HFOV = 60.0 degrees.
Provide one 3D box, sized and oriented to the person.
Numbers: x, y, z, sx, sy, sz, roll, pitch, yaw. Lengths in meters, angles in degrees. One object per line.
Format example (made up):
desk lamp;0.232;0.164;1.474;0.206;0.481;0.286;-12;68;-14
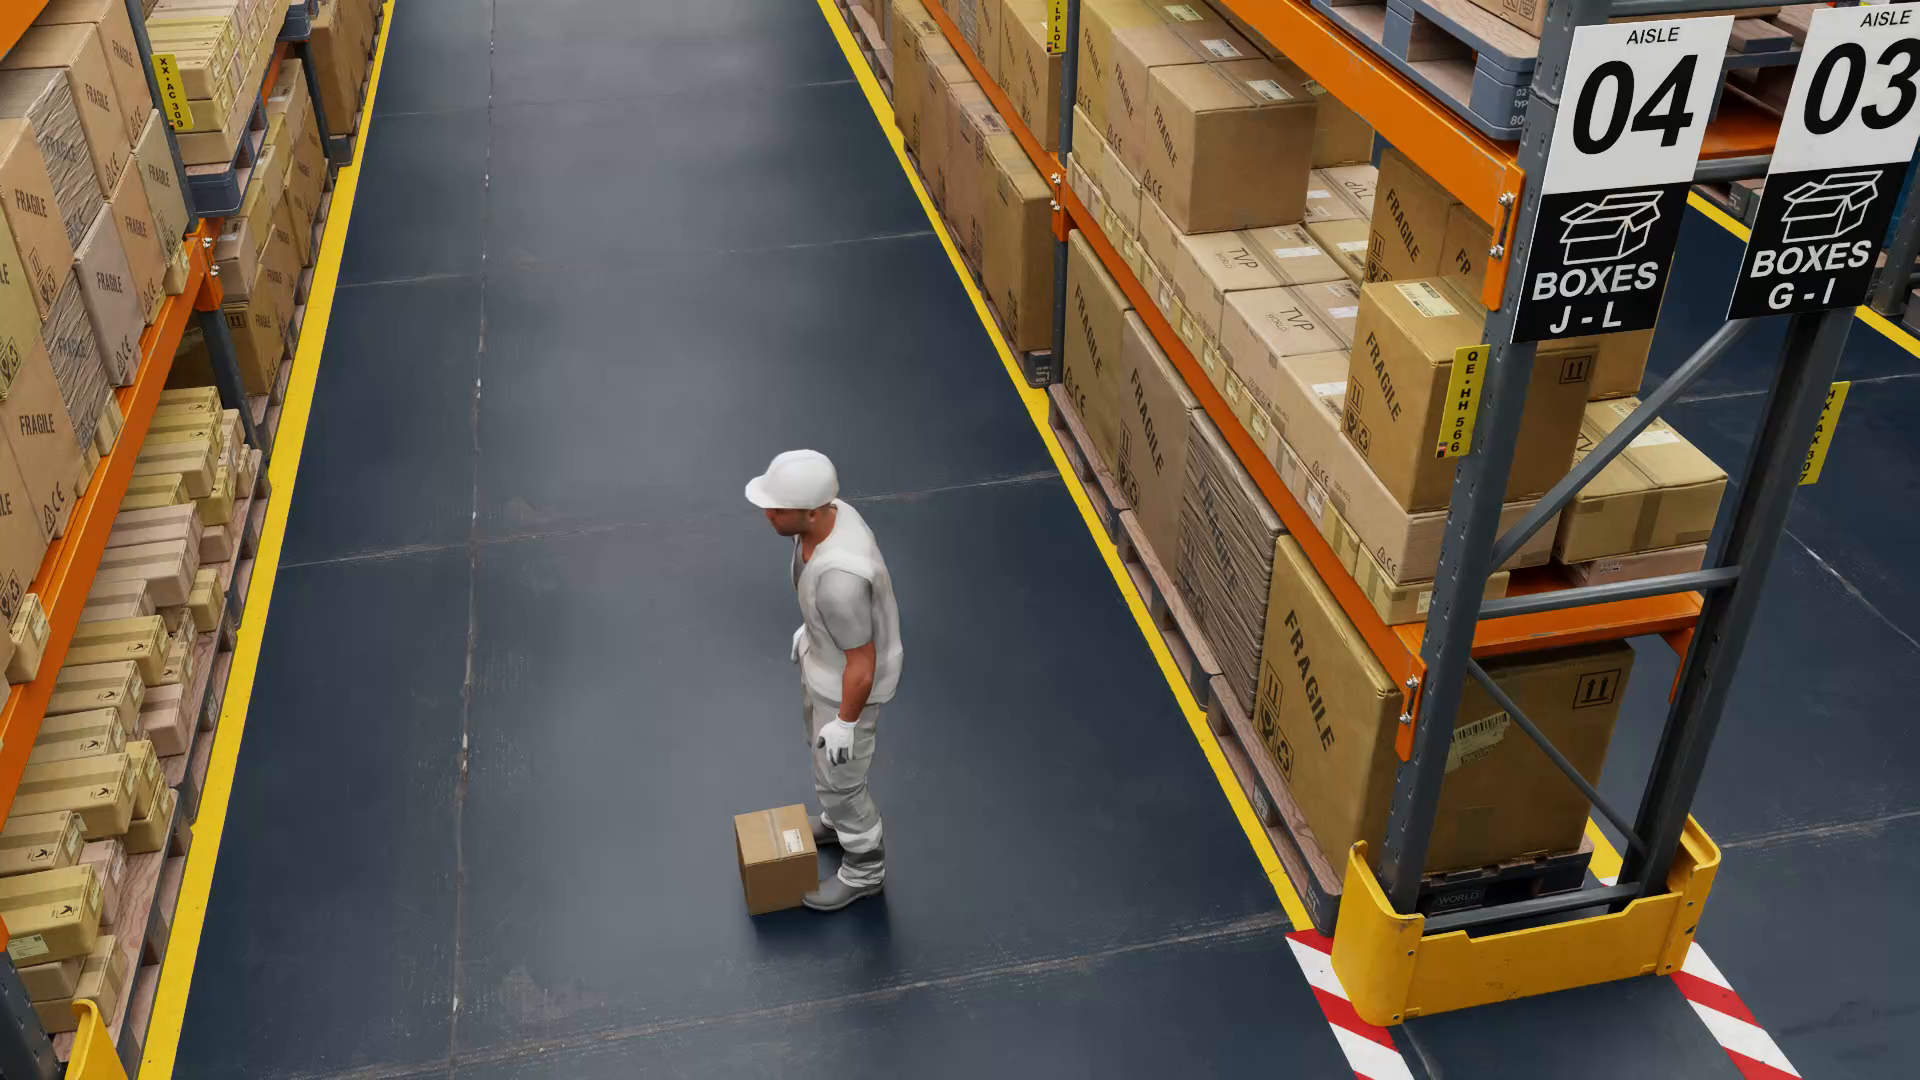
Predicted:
person;-0.426;0.457;5.453;0.454;1.779;0.620;-8;35;-12
